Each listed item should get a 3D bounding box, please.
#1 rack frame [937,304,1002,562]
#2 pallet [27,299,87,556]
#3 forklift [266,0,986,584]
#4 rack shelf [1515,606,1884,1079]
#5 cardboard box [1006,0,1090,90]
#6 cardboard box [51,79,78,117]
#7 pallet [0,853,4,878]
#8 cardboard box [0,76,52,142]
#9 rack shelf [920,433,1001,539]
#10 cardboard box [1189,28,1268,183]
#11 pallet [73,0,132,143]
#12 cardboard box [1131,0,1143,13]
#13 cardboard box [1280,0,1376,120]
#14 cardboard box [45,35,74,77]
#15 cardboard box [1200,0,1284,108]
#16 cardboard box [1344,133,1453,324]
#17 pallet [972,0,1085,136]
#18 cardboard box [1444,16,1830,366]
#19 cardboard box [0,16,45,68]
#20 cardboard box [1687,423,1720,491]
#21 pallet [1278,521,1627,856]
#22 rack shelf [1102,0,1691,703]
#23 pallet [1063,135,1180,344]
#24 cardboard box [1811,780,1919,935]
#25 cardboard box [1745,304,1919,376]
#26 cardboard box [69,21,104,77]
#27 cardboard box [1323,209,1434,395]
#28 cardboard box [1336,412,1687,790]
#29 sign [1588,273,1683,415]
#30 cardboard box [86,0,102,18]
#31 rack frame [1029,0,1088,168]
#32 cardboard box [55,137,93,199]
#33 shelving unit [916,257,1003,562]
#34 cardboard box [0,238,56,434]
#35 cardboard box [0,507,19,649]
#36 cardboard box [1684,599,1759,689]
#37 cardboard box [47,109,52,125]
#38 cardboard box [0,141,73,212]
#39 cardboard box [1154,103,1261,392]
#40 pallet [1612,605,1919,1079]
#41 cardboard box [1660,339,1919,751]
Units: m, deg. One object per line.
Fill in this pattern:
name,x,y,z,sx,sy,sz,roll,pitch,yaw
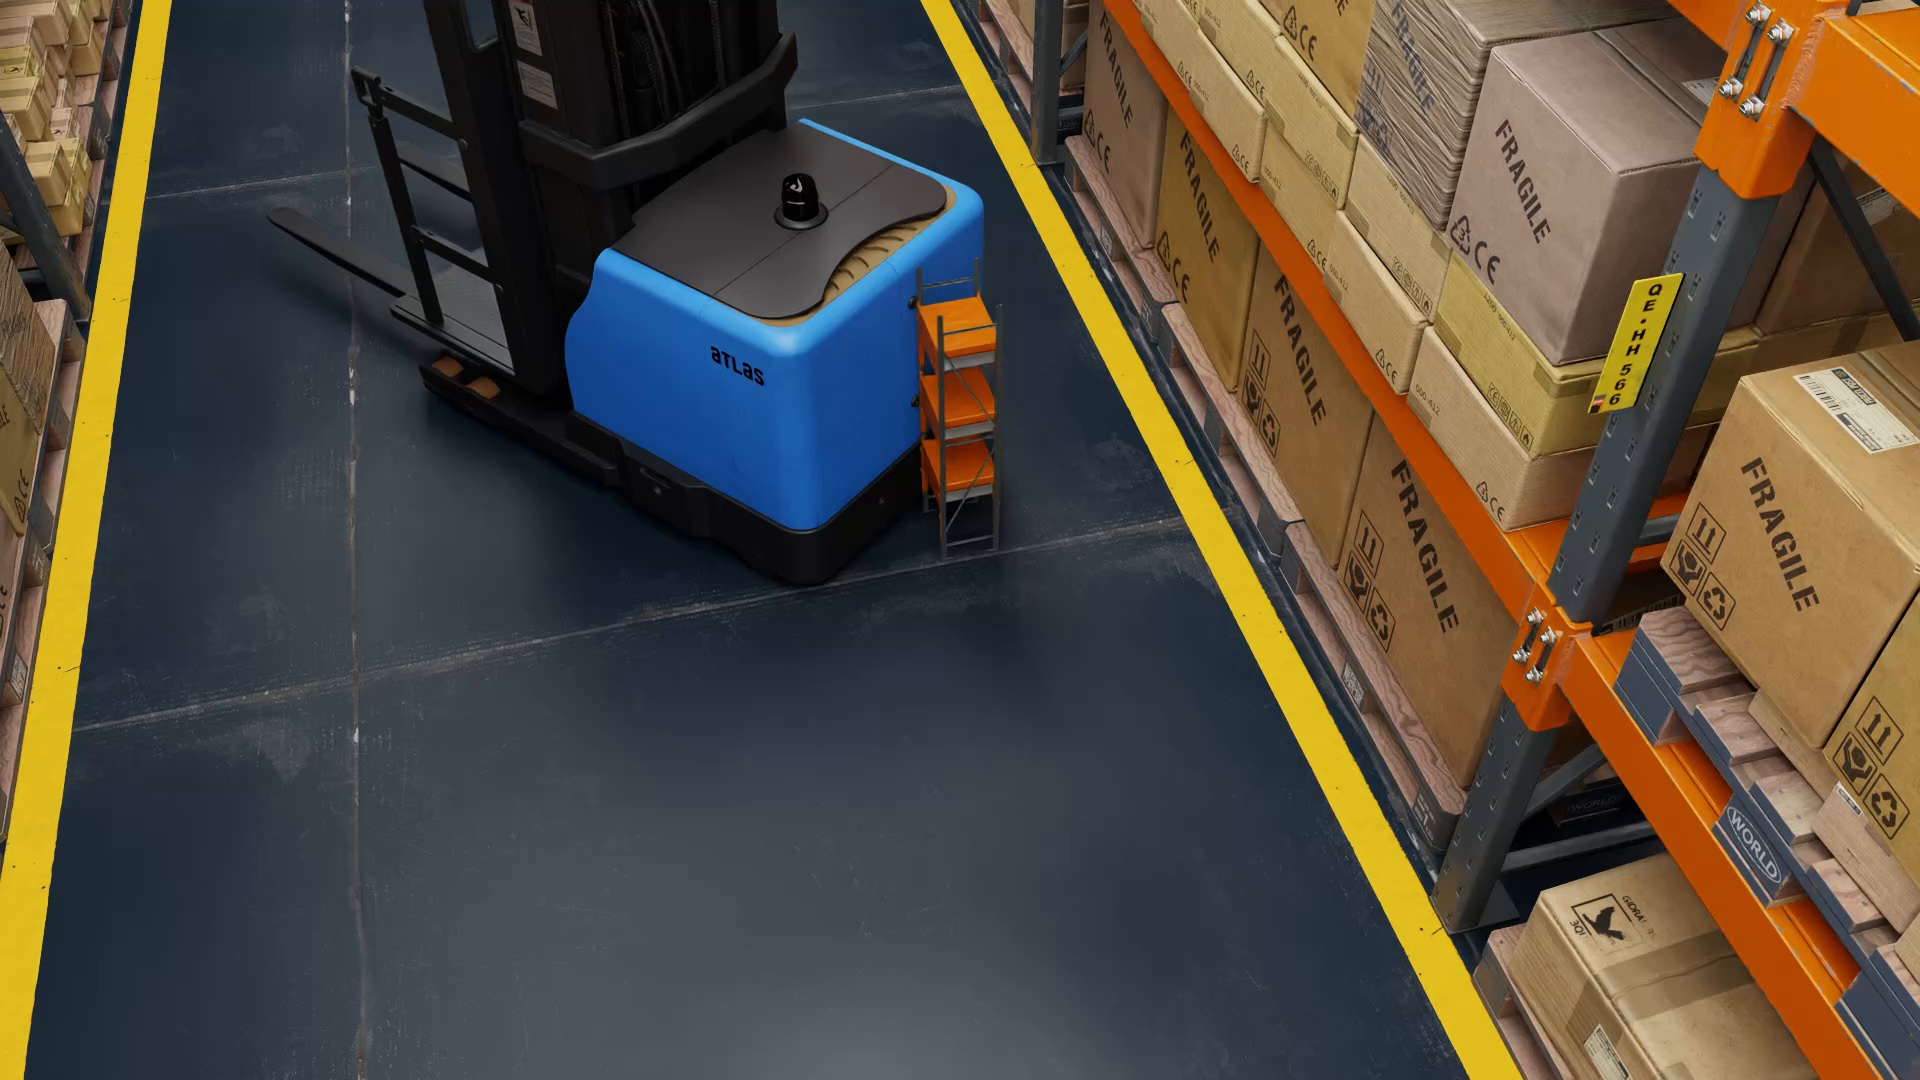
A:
rack frame,0.032,-0.315,5.323,0.200,1.050,0.008,-12,47,-11
pallet,-3.748,-0.346,5.941,1.003,0.211,1.213,-11,47,-10
forklift,-1.395,-1.741,5.404,3.031,2.935,1.130,28,52,25
rack shelf,2.347,1.560,2.624,1.077,0.370,4.000,-11,47,-10
cardboard box,0.754,-2.537,7.636,0.875,0.438,0.875,-11,47,-11
cardboard box,-4.026,-1.830,7.145,0.380,0.149,0.250,-12,47,-11
pallet,-3.123,1.339,4.290,1.003,0.211,1.213,-11,47,-10
cardboard box,-3.850,-1.693,6.595,0.380,0.149,0.250,-9,46,-8
rack shelf,0.000,-0.197,5.611,0.215,0.259,0.240,-12,47,-11
cardboard box,1.037,-1.369,5.096,0.500,0.250,0.500,-11,47,-11
pallet,-4.470,-2.184,7.743,1.003,0.211,1.213,-11,47,-10
cardboard box,0.802,-2.072,5.786,0.500,0.250,0.500,-12,47,-11
cardboard box,1.190,-1.463,4.314,0.500,0.500,0.500,-11,47,-10
cardboard box,-4.095,-2.122,7.223,0.380,0.149,0.250,-9,46,-8
cardboard box,1.046,-1.544,4.918,0.500,0.250,0.500,-12,47,-12
cardboard box,1.330,-0.836,4.224,0.500,0.250,0.500,-12,47,-11
pallet,0.692,-2.397,7.951,1.003,0.211,1.213,-11,47,-10
cardboard box,1.450,-0.766,3.631,0.500,0.500,0.500,-12,47,-11
cardboard box,-4.051,-2.035,6.929,0.380,0.149,0.250,-12,47,-11
cardboard box,1.953,-0.404,4.150,0.500,0.250,0.500,-11,47,-11
pallet,1.706,0.346,5.263,1.003,0.211,1.213,-11,47,-10
rack shelf,1.323,-1.201,5.331,1.077,0.370,4.000,-11,47,-10
pallet,1.081,-1.339,6.914,1.003,0.211,1.213,-11,47,-10
cardboard box,1.804,0.526,3.016,0.380,0.149,0.250,-14,47,-13
cardboard box,1.944,-0.590,3.983,0.500,0.250,0.500,-11,47,-11
cardboard box,-4.102,-2.207,7.514,0.380,0.149,0.250,-12,47,-11
cardboard box,1.308,-0.671,4.413,0.500,0.250,0.500,-10,46,-10
cardboard box,1.738,0.032,4.812,0.875,0.875,0.875,-11,47,-11
sign,1.299,-0.374,3.205,0.100,0.325,0.005,-11,47,-10
cardboard box,-4.137,-2.483,7.577,0.380,0.149,0.250,-10,46,-10
rack frame,0.811,-2.834,6.427,1.000,3.000,0.127,-11,47,-10
cardboard box,-3.799,-1.502,6.824,0.380,0.149,0.250,-9,46,-9
shelving unit,-0.001,-0.399,5.405,0.215,1.050,0.252,-12,47,-11
cardboard box,-3.515,-0.666,5.759,0.500,0.500,0.500,-12,47,-11
cardboard box,-3.257,0.043,5.064,0.500,0.500,0.500,-12,47,-11
cardboard box,1.738,0.127,3.407,0.380,0.149,0.250,-13,47,-13
cardboard box,-3.981,-1.741,6.850,0.380,0.149,0.250,-11,47,-11
cardboard box,-3.732,-1.421,6.536,0.380,0.149,0.250,-9,46,-8
cardboard box,1.286,-1.202,6.021,0.875,0.875,0.875,-9,46,-9
pallet,2.120,0.467,3.326,1.213,0.211,1.003,-11,47,-10
cardboard box,1.726,-0.005,3.083,0.500,0.500,0.500,-12,47,-11
